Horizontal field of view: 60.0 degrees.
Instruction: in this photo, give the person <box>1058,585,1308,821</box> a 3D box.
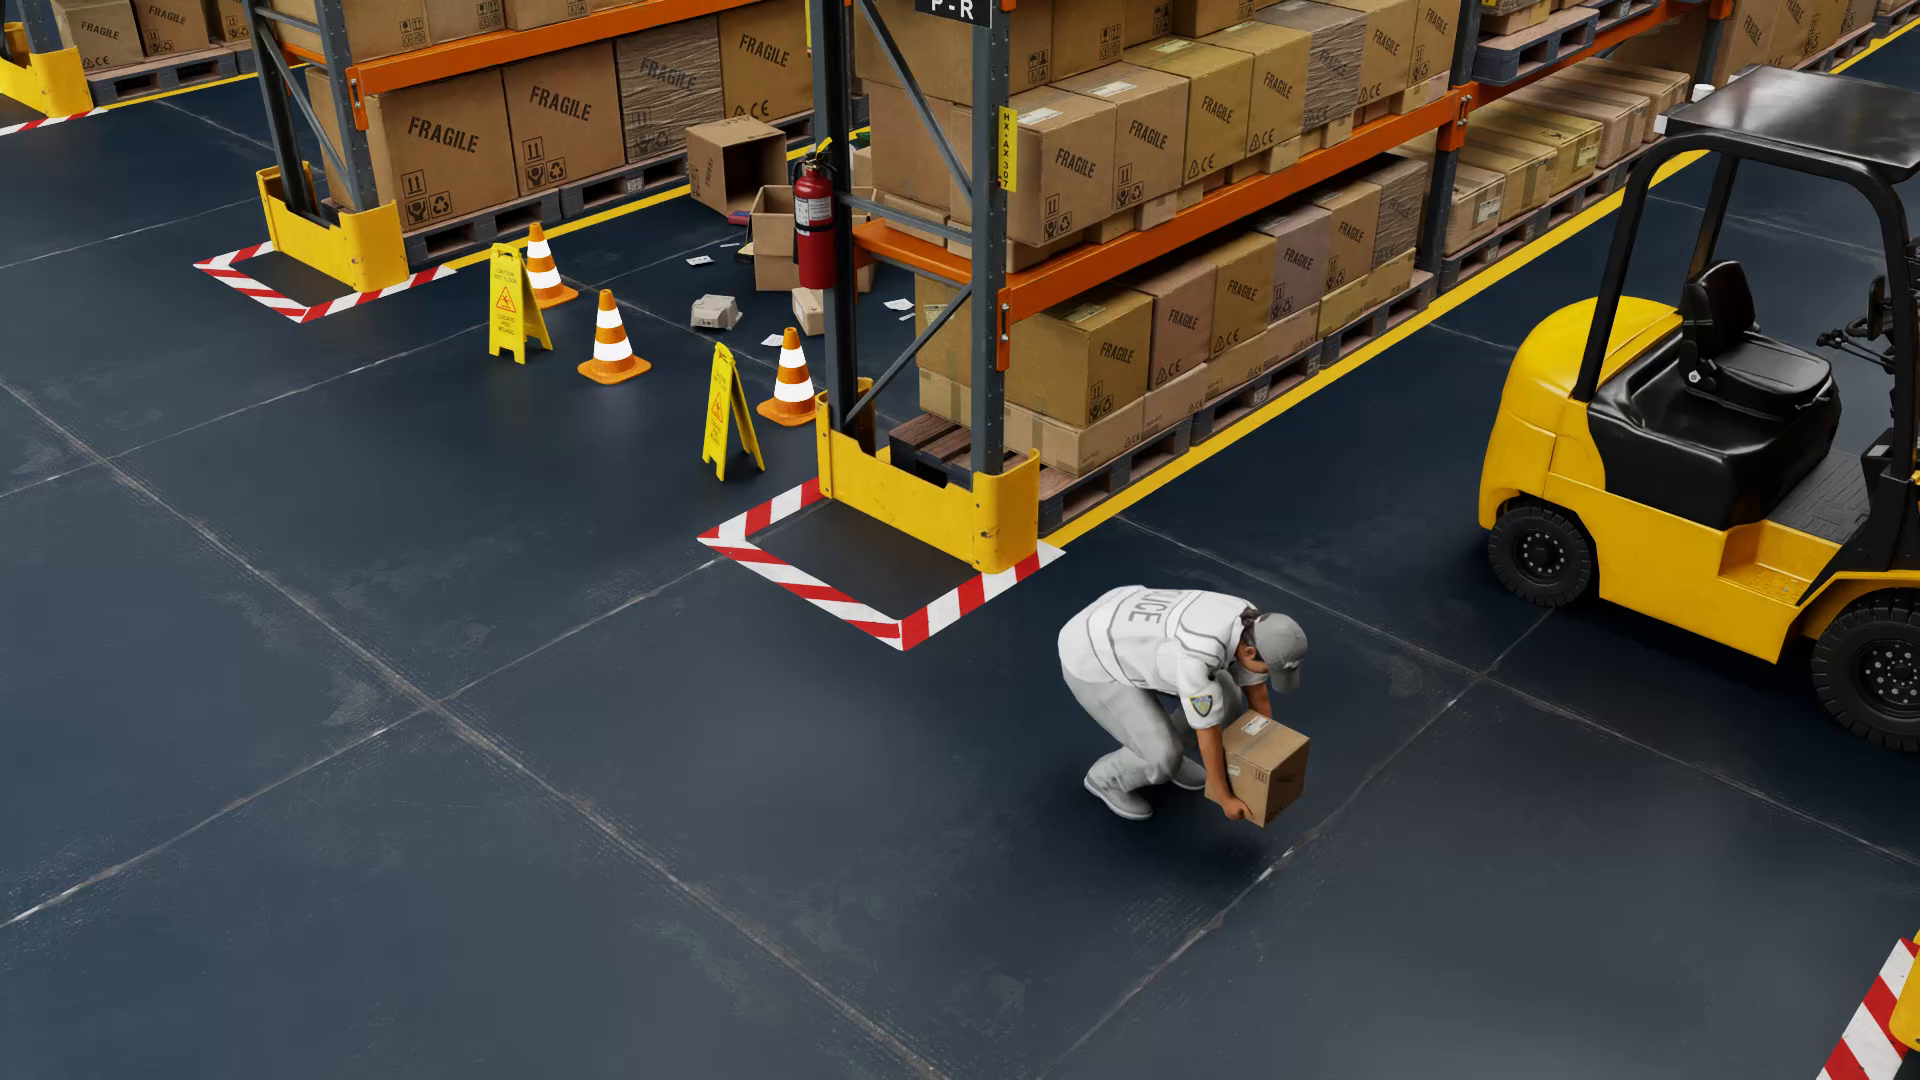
[{"bbox_3d":[0.779,0.561,5.917,0.880,0.944,0.502,24,39,34],"label":"person"}]
